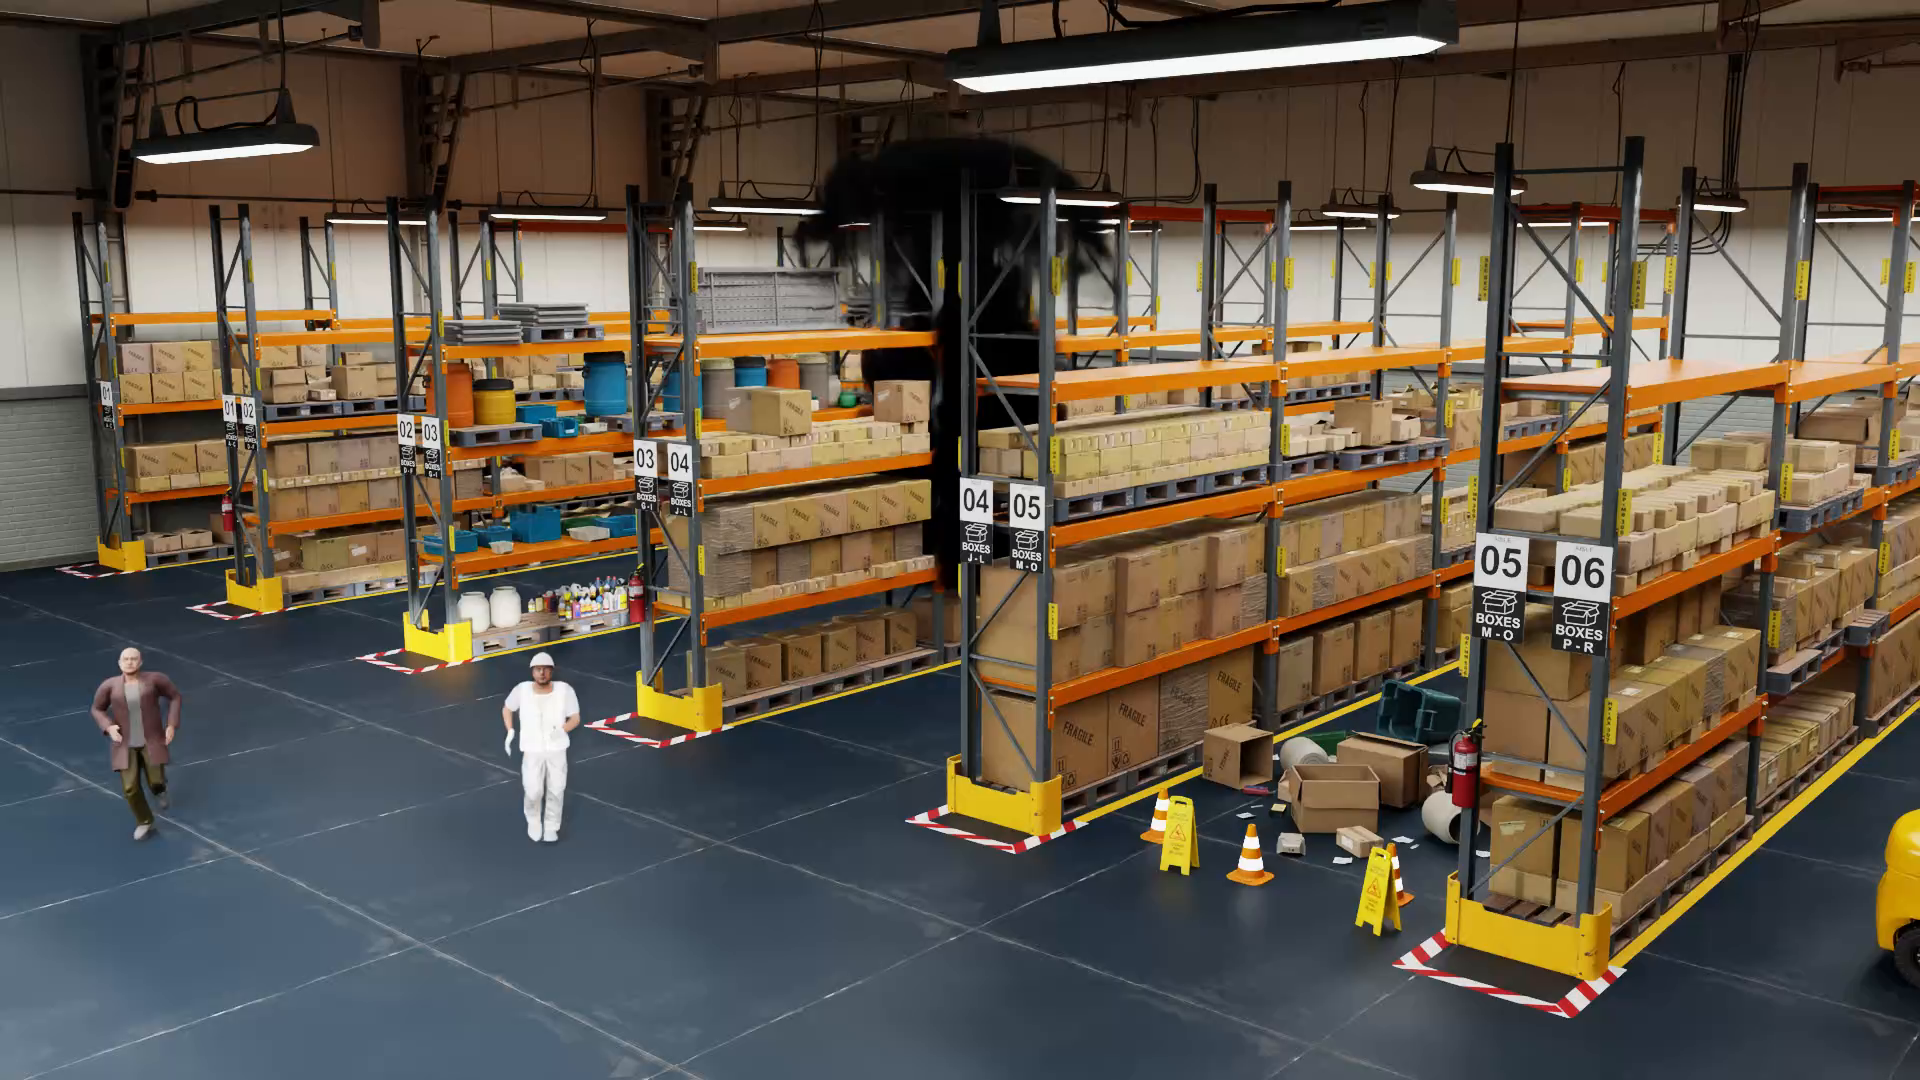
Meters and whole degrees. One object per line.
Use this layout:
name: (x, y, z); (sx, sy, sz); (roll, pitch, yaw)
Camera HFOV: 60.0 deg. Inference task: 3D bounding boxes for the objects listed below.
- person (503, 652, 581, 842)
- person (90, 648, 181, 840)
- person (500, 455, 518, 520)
person: (-3.690, 1.865, 14.731); (0.667, 1.741, 0.638); (-3, 10, -15)
person: (-7.479, 1.825, 15.140); (0.749, 1.734, 0.658); (-4, 10, -23)
person: (-8.352, -0.773, 30.702); (0.581, 1.676, 0.913); (9, 13, 43)
